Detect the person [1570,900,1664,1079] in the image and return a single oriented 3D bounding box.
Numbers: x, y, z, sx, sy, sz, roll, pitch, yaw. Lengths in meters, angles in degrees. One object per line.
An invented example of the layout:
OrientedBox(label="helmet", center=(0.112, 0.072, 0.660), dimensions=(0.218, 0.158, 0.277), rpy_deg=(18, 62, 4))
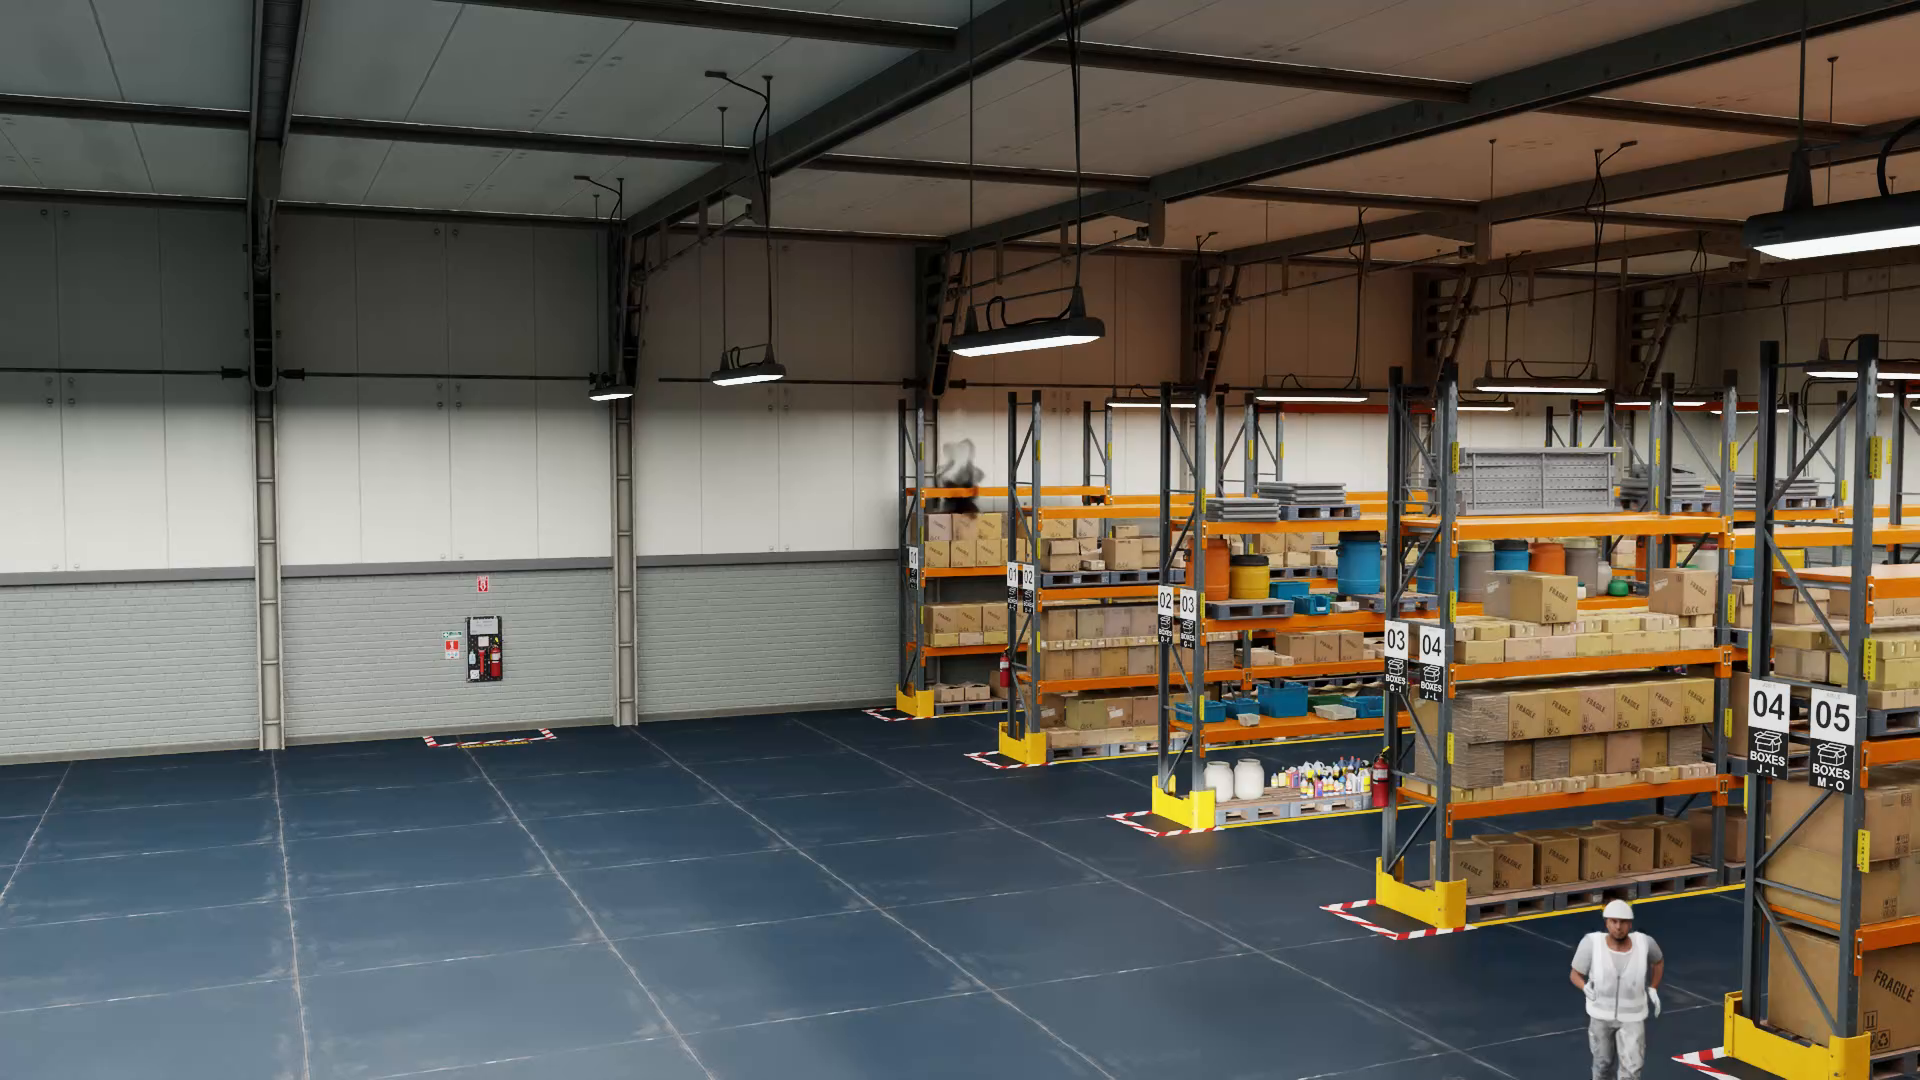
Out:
OrientedBox(label="person", center=(4.863, 3.530, 12.334), dimensions=(0.645, 1.785, 0.977), rpy_deg=(1, 4, 22))
